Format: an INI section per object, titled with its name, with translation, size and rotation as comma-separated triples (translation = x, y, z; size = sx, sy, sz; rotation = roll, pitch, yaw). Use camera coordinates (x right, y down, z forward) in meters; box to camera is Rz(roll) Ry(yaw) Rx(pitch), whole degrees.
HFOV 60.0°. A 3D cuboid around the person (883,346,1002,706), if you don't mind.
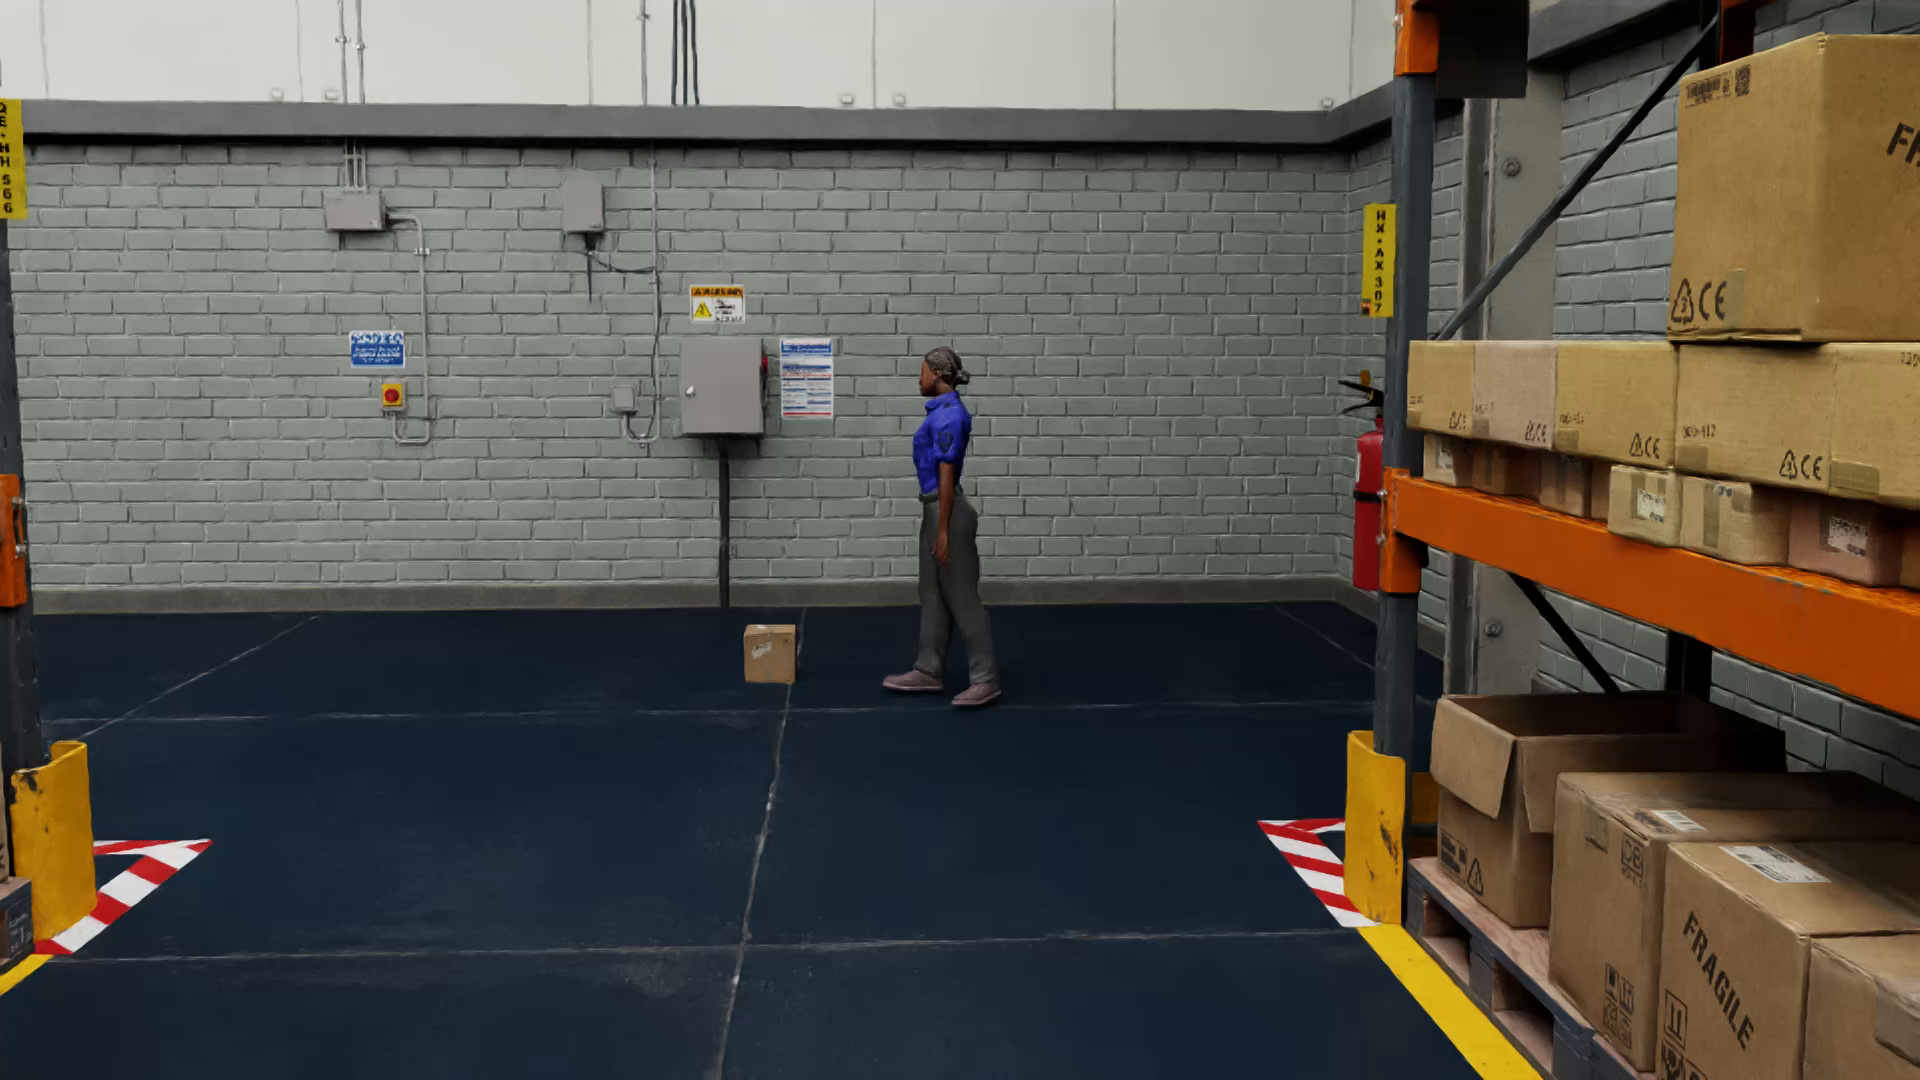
[person]
translation = -0.090, -0.084, 7.832
size = 0.566, 1.646, 0.648
rotation = 0, 7, -1
